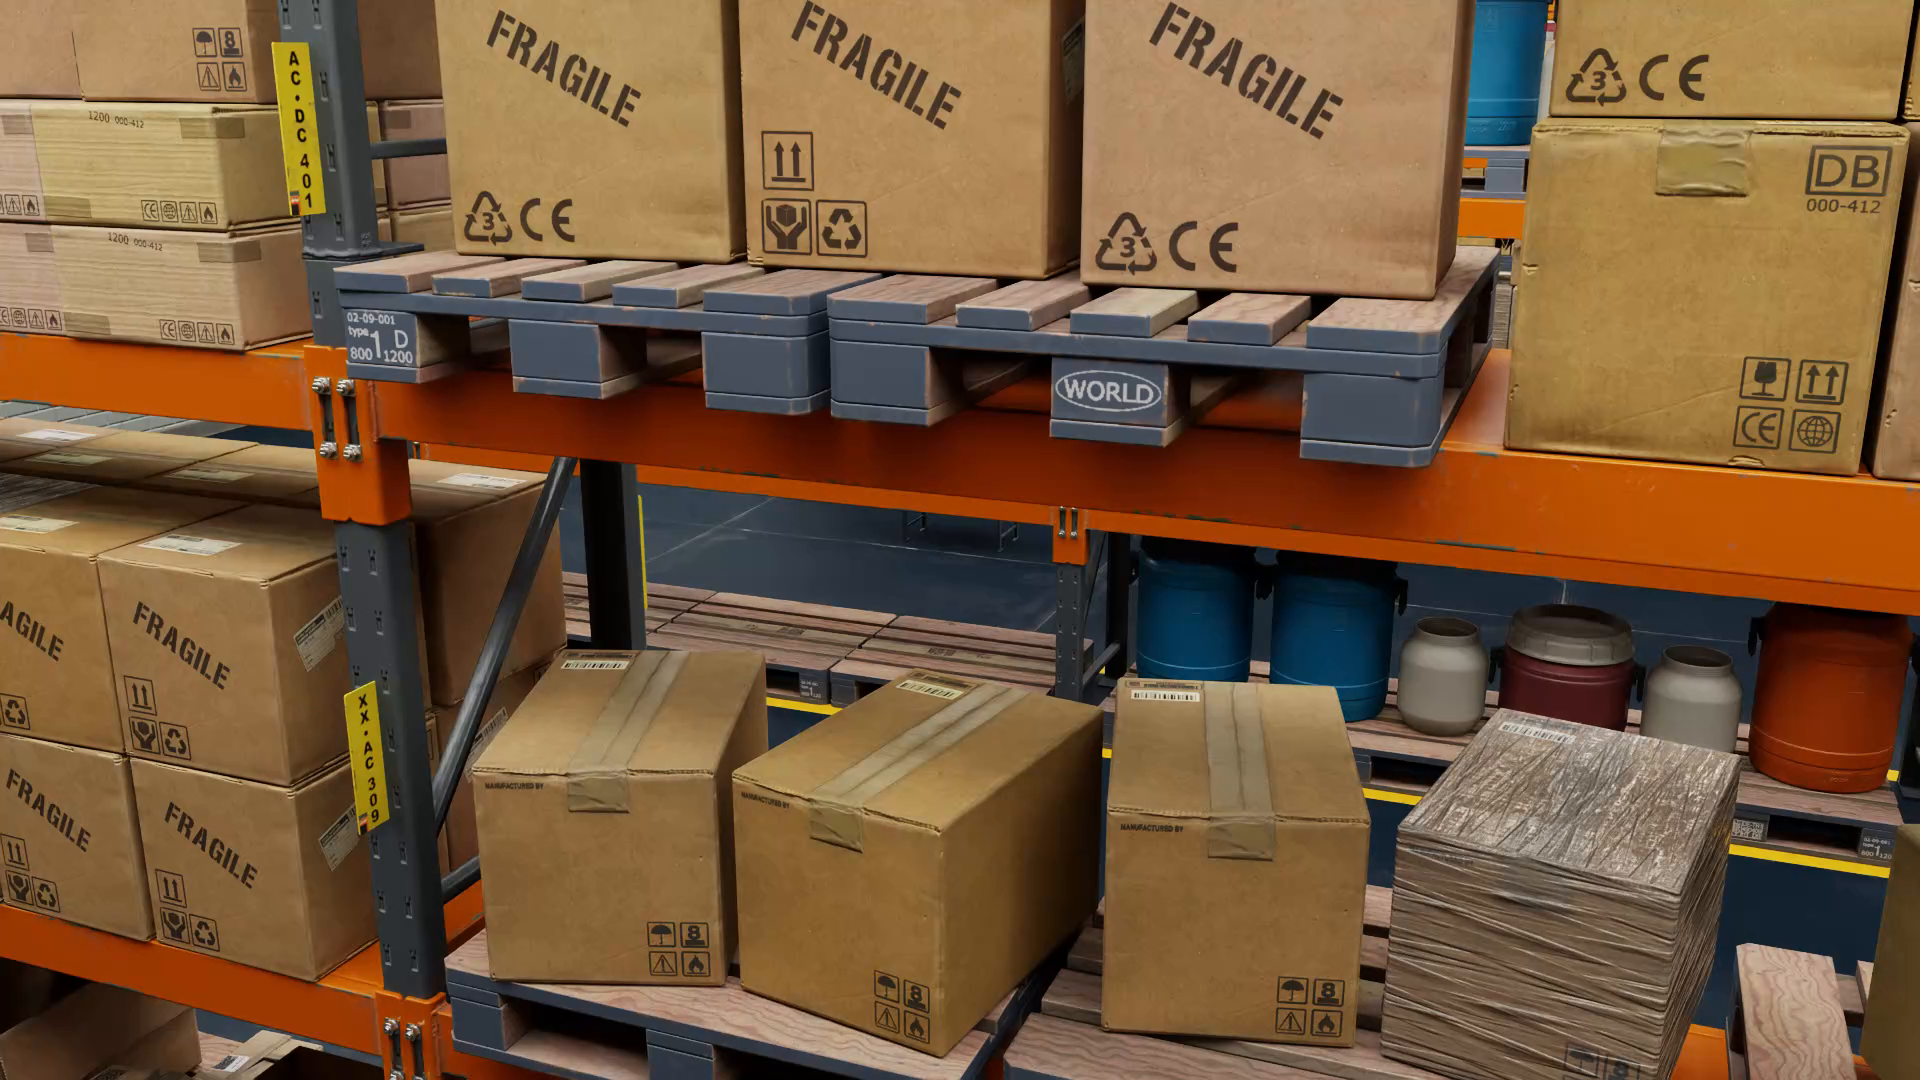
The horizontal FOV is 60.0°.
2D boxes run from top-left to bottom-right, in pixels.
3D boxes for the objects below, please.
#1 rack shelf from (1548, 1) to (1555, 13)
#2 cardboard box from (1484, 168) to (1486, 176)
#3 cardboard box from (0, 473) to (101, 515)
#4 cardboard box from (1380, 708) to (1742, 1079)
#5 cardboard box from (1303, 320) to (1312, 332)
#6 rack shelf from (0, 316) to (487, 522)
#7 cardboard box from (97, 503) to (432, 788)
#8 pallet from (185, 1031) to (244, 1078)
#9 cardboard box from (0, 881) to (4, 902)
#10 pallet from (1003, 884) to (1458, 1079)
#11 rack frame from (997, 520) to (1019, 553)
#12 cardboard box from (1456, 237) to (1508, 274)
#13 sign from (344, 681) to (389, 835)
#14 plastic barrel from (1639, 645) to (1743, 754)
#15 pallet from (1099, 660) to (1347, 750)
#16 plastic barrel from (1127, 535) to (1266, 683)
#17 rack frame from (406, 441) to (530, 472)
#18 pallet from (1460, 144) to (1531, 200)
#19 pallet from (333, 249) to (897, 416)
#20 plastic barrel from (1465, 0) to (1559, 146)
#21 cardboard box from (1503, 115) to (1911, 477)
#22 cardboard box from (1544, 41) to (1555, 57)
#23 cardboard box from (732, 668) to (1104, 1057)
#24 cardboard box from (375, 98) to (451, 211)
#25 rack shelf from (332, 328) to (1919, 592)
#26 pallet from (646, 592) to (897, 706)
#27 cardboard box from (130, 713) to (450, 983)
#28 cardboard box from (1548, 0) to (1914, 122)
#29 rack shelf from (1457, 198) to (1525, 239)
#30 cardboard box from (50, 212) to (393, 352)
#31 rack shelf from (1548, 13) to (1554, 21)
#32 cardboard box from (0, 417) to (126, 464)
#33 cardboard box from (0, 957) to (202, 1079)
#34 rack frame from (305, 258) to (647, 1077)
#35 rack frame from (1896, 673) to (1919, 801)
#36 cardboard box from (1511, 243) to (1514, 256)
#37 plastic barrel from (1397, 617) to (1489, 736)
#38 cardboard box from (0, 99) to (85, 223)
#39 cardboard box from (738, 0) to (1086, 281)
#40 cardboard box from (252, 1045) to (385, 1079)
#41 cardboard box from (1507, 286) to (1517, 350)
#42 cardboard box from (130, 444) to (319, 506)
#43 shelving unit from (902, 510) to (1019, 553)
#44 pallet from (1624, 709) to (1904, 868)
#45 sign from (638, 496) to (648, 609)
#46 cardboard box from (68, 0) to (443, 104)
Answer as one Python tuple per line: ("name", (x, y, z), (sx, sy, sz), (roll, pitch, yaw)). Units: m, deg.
("rack shelf", (8.042, -6.531, 20.536), (4.000, 0.370, 1.077), (6, 17, 21))
("cardboard box", (6.968, -4.755, 21.201), (0.500, 0.500, 0.500), (6, 17, 20))
("cardboard box", (-2.605, 0.131, 4.368), (0.500, 0.500, 0.500), (6, 17, 21))
("cardboard box", (1.220, 0.729, 3.351), (0.500, 0.500, 0.700), (10, 19, 31))
("cardboard box", (2.881, -1.758, 12.668), (0.500, 0.500, 0.500), (6, 17, 21))
("rack shelf", (-2.954, -0.552, 4.606), (4.000, 0.370, 1.077), (6, 17, 21))
("cardboard box", (-1.659, 0.235, 4.012), (0.500, 0.500, 0.500), (6, 17, 21))
("pallet", (-2.871, 1.892, 5.279), (1.213, 0.211, 1.003), (6, 17, 21))
("cardboard box", (-2.611, 0.610, 4.511), (0.500, 0.500, 0.500), (7, 17, 22))
("pallet", (0.817, 1.051, 3.517), (1.213, 0.211, 1.003), (6, 17, 21))
("rack frame", (0.347, -0.682, 11.833), (0.023, 1.500, 0.400), (6, 17, 21))
("cardboard box", (3.776, -2.215, 12.444), (0.637, 0.503, 0.797), (6, 17, 21))
("sign", (-1.285, 0.473, 3.611), (0.005, 0.325, 0.100), (6, 17, 21))
("plastic barrel", (3.429, 0.785, 7.798), (0.421, 0.512, 0.421), (0, 16, 0))
("pallet", (1.430, 0.892, 8.722), (1.213, 0.211, 1.003), (6, 17, 21))
("plastic barrel", (1.228, 0.329, 8.670), (0.708, 0.901, 0.600), (6, 17, 21))
("rack frame", (-2.993, -0.946, 10.052), (0.127, 3.000, 1.000), (6, 17, 21))
("pallet", (2.549, -1.717, 7.665), (1.213, 0.211, 1.003), (6, 17, 21))
("pallet", (-0.512, -0.518, 3.534), (1.003, 0.211, 1.213), (6, 17, 21))
("plastic barrel", (2.372, -2.285, 7.631), (0.708, 0.901, 0.600), (6, 17, 21))
("cardboard box", (1.251, -0.473, 2.864), (0.500, 0.500, 0.910), (6, 17, 21))
("cardboard box", (4.358, -3.307, 11.868), (0.637, 0.503, 0.797), (6, 17, 20))
("cardboard box", (-0.072, 0.658, 3.594), (0.500, 0.500, 0.700), (9, 19, 29))
("cardboard box", (-1.454, -0.975, 4.145), (0.500, 0.250, 0.500), (6, 17, 21))
("rack shelf", (0.767, -0.143, 3.196), (4.000, 0.370, 1.077), (6, 17, 21))
("pallet", (-1.109, 0.613, 9.684), (1.213, 0.211, 1.003), (6, 17, 21))
("cardboard box", (-1.652, 0.715, 4.152), (0.500, 0.500, 0.500), (7, 17, 22))
("cardboard box", (1.275, -0.963, 2.757), (0.500, 0.500, 0.500), (6, 17, 21))
("rack shelf", (2.588, -1.427, 7.620), (4.000, 0.370, 1.077), (6, 17, 21))
("cardboard box", (-1.643, -0.602, 3.755), (0.500, 0.250, 0.500), (6, 17, 21))
("rack shelf", (9.860, -7.818, 24.971), (4.000, 0.370, 1.077), (6, 17, 21))
("cardboard box", (-2.867, -0.060, 5.027), (0.500, 0.500, 0.500), (7, 18, 22))
("cardboard box", (-2.843, 1.544, 5.163), (0.637, 0.503, 0.797), (6, 17, 21))
("rack frame", (-1.093, 0.747, 4.219), (0.127, 3.000, 1.000), (6, 17, 21))
("rack frame", (4.449, -0.128, 7.233), (0.127, 3.000, 1.000), (6, 17, 21))
("cardboard box", (5.618, -2.914, 16.527), (0.250, 0.149, 0.380), (5, 17, 18))
("plastic barrel", (2.379, 0.670, 8.196), (0.421, 0.512, 0.421), (0, 16, 0))
("cardboard box", (-2.109, -0.893, 3.860), (0.500, 0.250, 0.500), (6, 17, 21))
("cardboard box", (-0.022, -0.858, 3.256), (0.600, 0.600, 0.600), (6, 17, 20))
("cardboard box", (-1.727, 1.752, 4.453), (0.500, 0.500, 0.500), (6, 17, 21))
("cardboard box", (4.297, -1.604, 12.138), (0.500, 0.500, 0.500), (7, 17, 22))
("cardboard box", (-1.908, 0.045, 4.664), (0.500, 0.500, 0.500), (6, 17, 19))
("shelving unit", (0.006, -0.720, 11.962), (0.755, 1.500, 0.431), (6, 17, 21))
("pallet", (3.700, 1.142, 7.863), (1.213, 0.211, 1.003), (6, 17, 21))
("sign", (-0.893, 0.047, 4.554), (0.005, 0.325, 0.100), (6, 17, 21))
("cardboard box", (-1.560, -1.261, 3.785), (0.500, 0.500, 0.700), (6, 17, 21))
